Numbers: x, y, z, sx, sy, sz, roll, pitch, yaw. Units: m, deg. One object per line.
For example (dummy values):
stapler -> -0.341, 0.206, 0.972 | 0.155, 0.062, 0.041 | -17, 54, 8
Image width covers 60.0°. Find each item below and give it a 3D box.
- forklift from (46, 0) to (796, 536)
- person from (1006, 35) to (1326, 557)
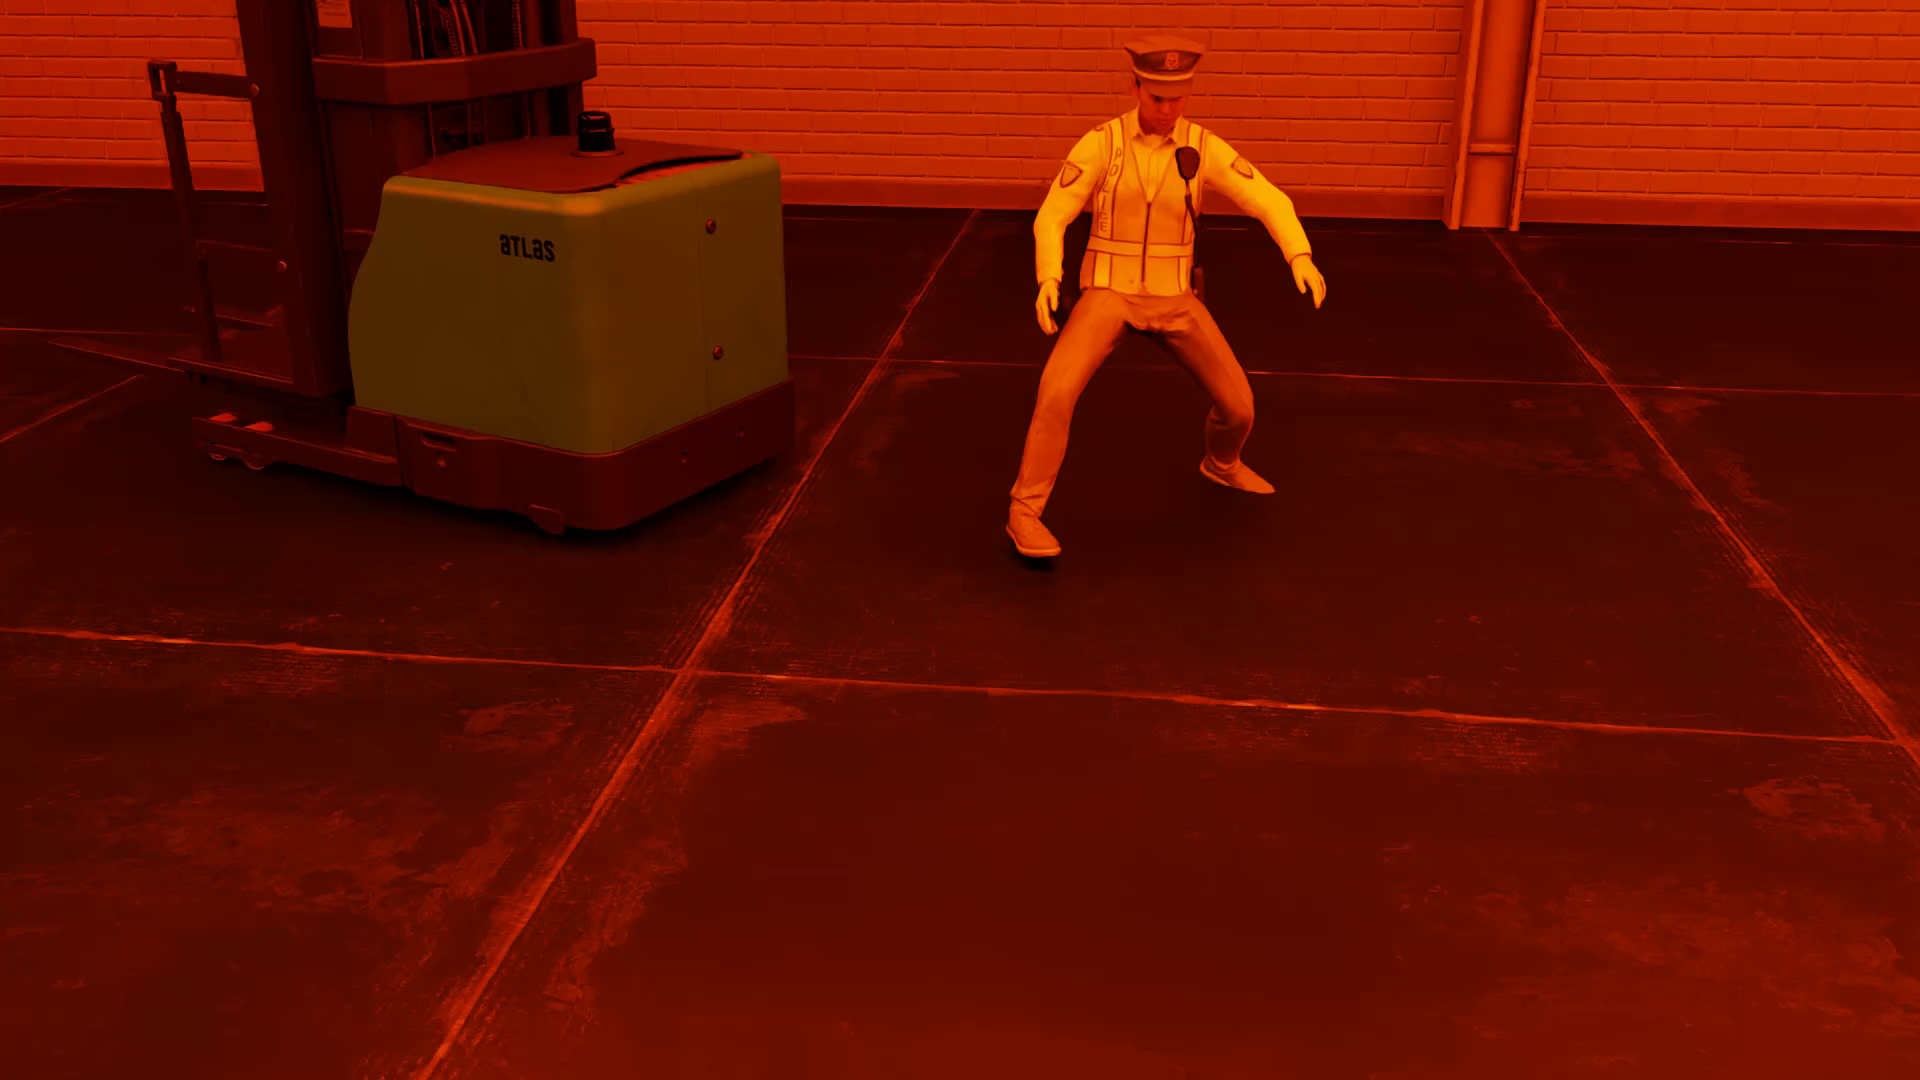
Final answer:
forklift -> -2.109, -1.759, 5.621 | 3.031, 2.935, 1.130 | 12, 25, 28
person -> 0.606, -0.736, 5.068 | 0.927, 1.531, 0.865 | 0, 22, 0
